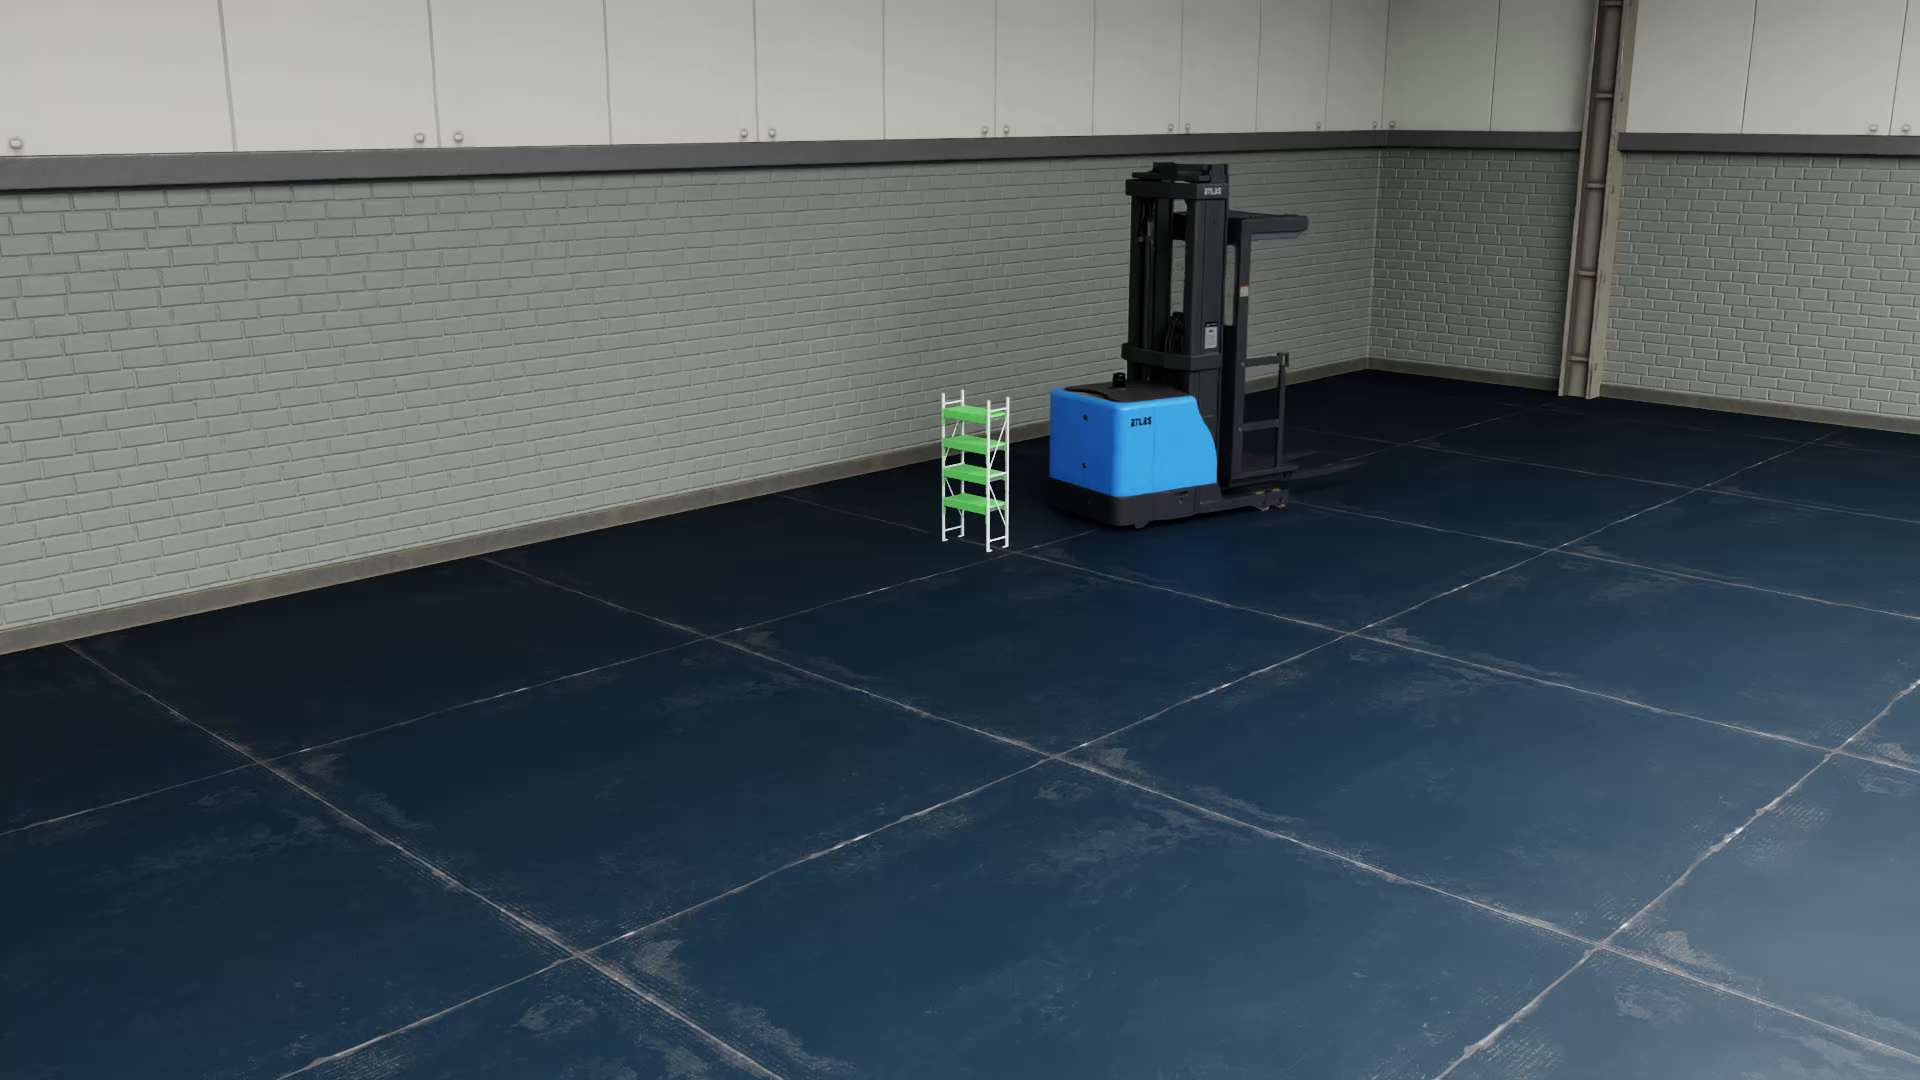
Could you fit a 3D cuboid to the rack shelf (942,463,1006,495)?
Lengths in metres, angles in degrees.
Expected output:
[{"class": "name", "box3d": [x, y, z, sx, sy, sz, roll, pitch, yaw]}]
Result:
[{"class": "rack shelf", "box3d": [0.119, -0.490, 13.186, 0.480, 0.148, 0.258, 14, 20, 42]}]

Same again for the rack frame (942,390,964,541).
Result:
[{"class": "rack frame", "box3d": [-0.056, -0.594, 13.334, 0.015, 1.200, 0.240, 14, 20, 42]}]

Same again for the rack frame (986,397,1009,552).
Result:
[{"class": "rack frame", "box3d": [0.295, -0.509, 13.006, 0.015, 1.200, 0.240, 14, 20, 42]}]

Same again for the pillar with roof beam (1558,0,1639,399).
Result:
[{"class": "pillar with roof beam", "box3d": [4.509, -5.322, 16.012, 0.400, 9.000, 9.100, 14, 20, 42]}]

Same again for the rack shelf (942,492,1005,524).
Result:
[{"class": "rack shelf", "box3d": [0.119, -0.258, 13.246, 0.480, 0.148, 0.258, 14, 20, 42]}]

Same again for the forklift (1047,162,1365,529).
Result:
[{"class": "forklift", "box3d": [2.267, -1.771, 14.417, 3.031, 2.935, 1.130, -9, 17, -32]}]

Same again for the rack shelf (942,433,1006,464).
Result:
[{"class": "rack shelf", "box3d": [0.119, -0.722, 13.125, 0.480, 0.148, 0.258, 14, 20, 42]}]

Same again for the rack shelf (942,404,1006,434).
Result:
[{"class": "rack shelf", "box3d": [0.119, -0.954, 13.065, 0.480, 0.148, 0.258, 14, 20, 42]}]

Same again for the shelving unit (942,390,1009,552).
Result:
[{"class": "shelving unit", "box3d": [0.119, -0.552, 13.170, 0.503, 1.200, 0.258, 14, 20, 42]}]
